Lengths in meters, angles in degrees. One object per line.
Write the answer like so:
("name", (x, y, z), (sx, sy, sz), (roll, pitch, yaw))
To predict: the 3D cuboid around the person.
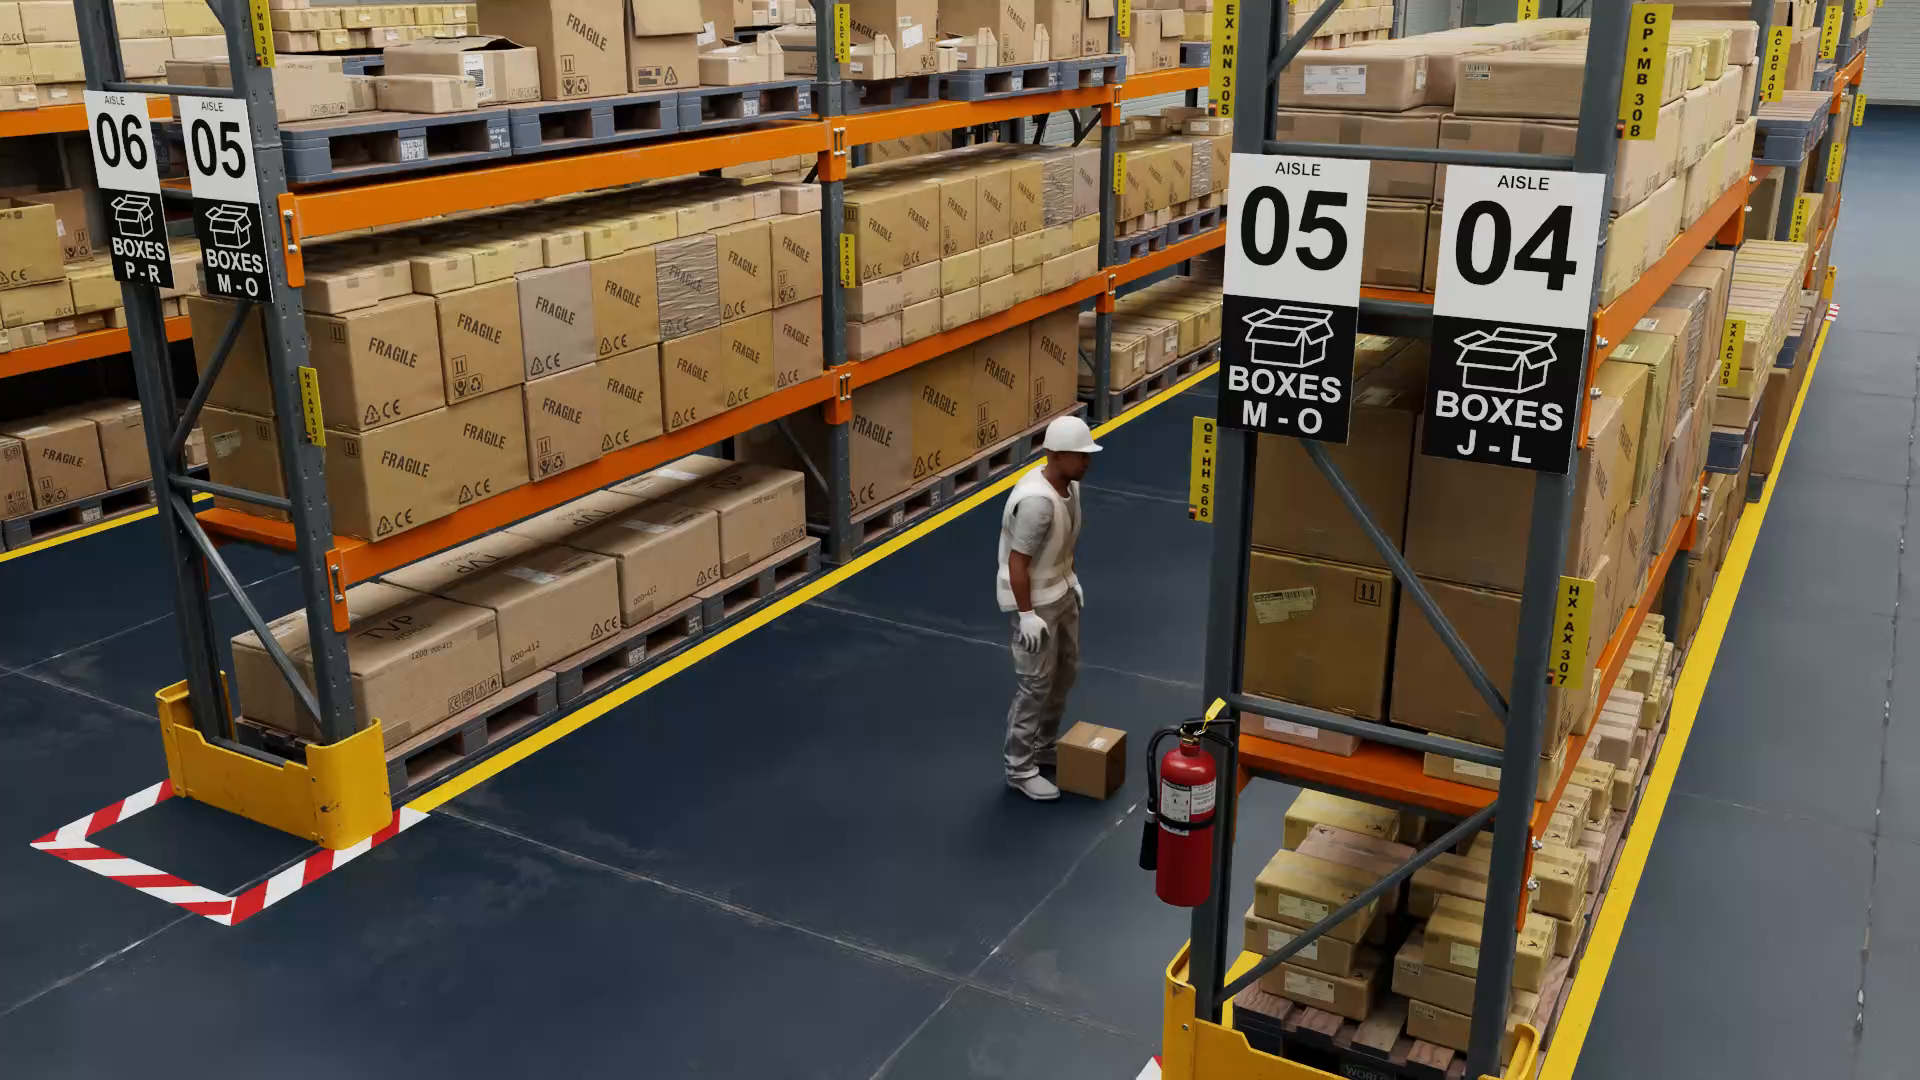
("person", (0.414, 0.288, 7.728), (0.450, 1.773, 0.623), (9, 21, 24))
